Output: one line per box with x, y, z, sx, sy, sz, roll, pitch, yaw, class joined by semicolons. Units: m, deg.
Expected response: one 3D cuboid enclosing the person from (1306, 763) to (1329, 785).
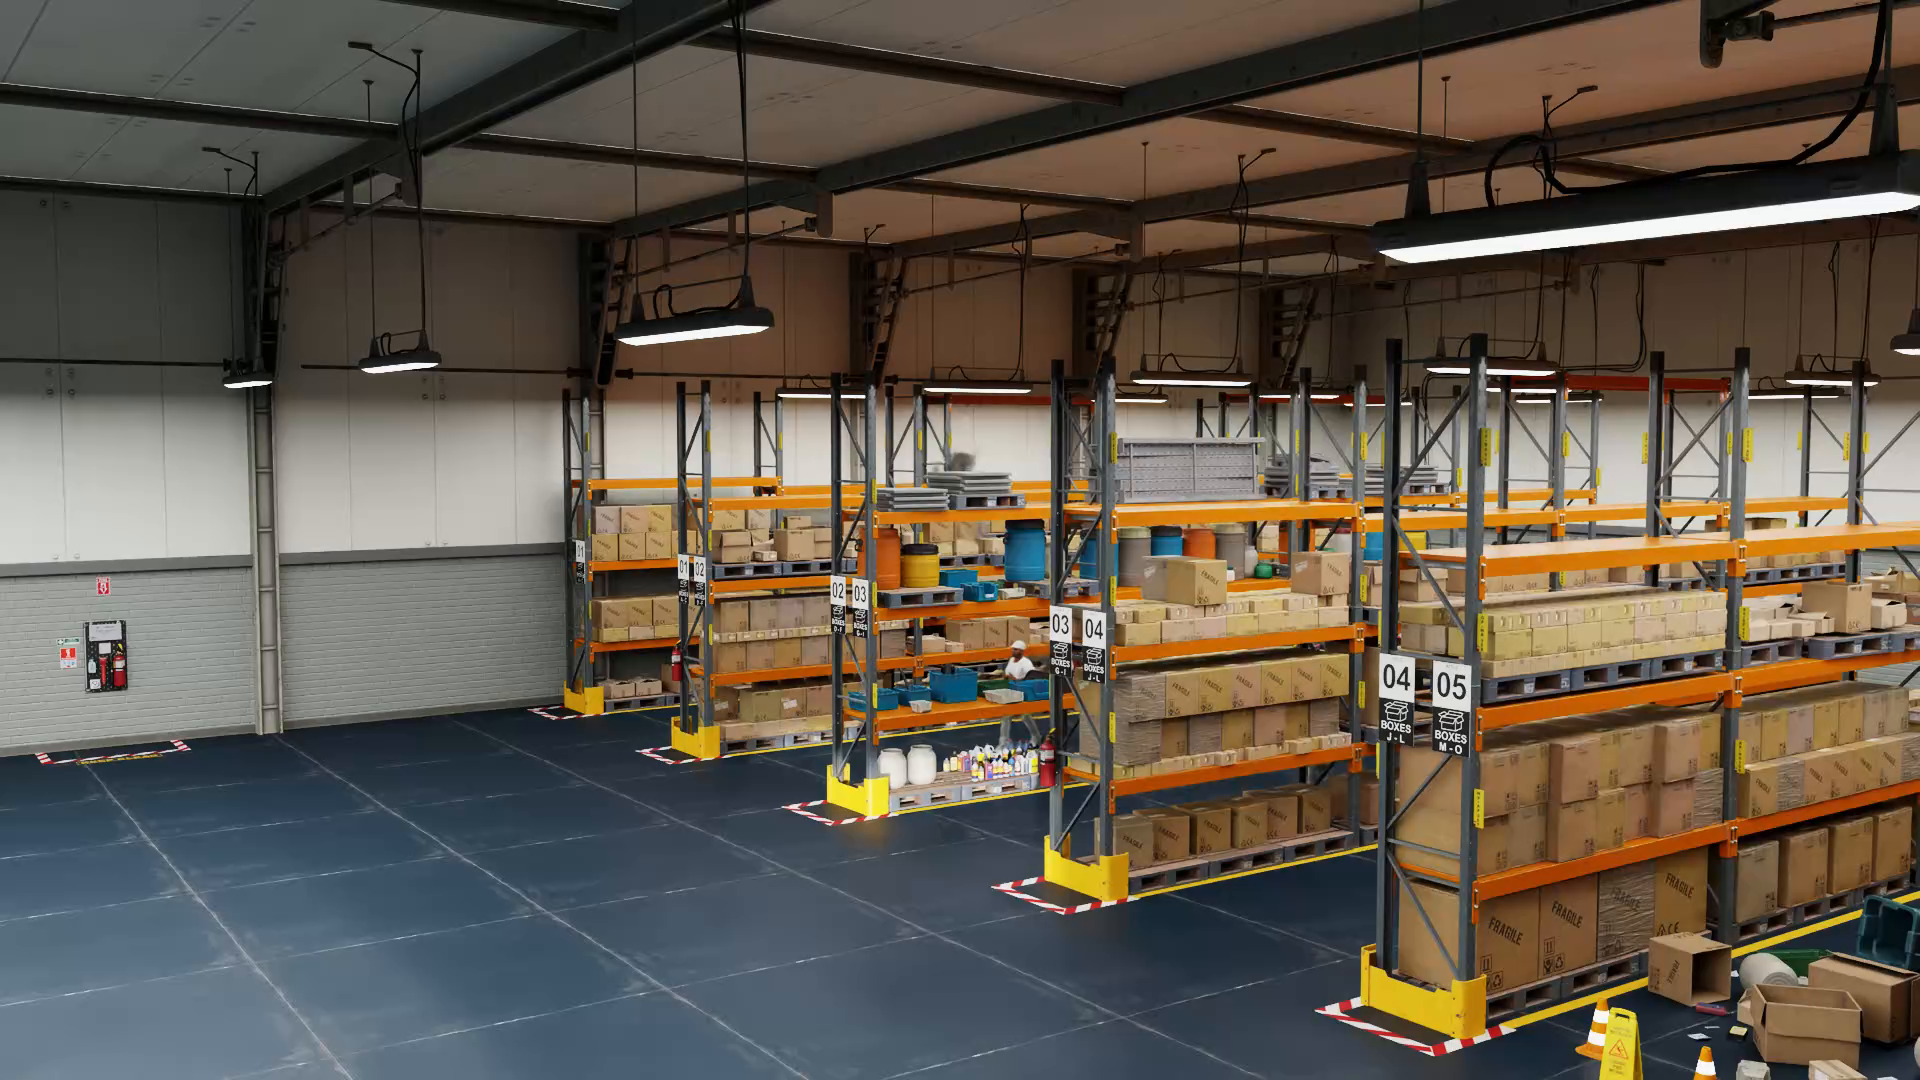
5.068;2.796;23.660;0.618;1.669;0.890;4;5;45;person

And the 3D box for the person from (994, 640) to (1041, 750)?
0.934;2.466;27.036;0.866;1.676;0.686;-3;5;-42;person
